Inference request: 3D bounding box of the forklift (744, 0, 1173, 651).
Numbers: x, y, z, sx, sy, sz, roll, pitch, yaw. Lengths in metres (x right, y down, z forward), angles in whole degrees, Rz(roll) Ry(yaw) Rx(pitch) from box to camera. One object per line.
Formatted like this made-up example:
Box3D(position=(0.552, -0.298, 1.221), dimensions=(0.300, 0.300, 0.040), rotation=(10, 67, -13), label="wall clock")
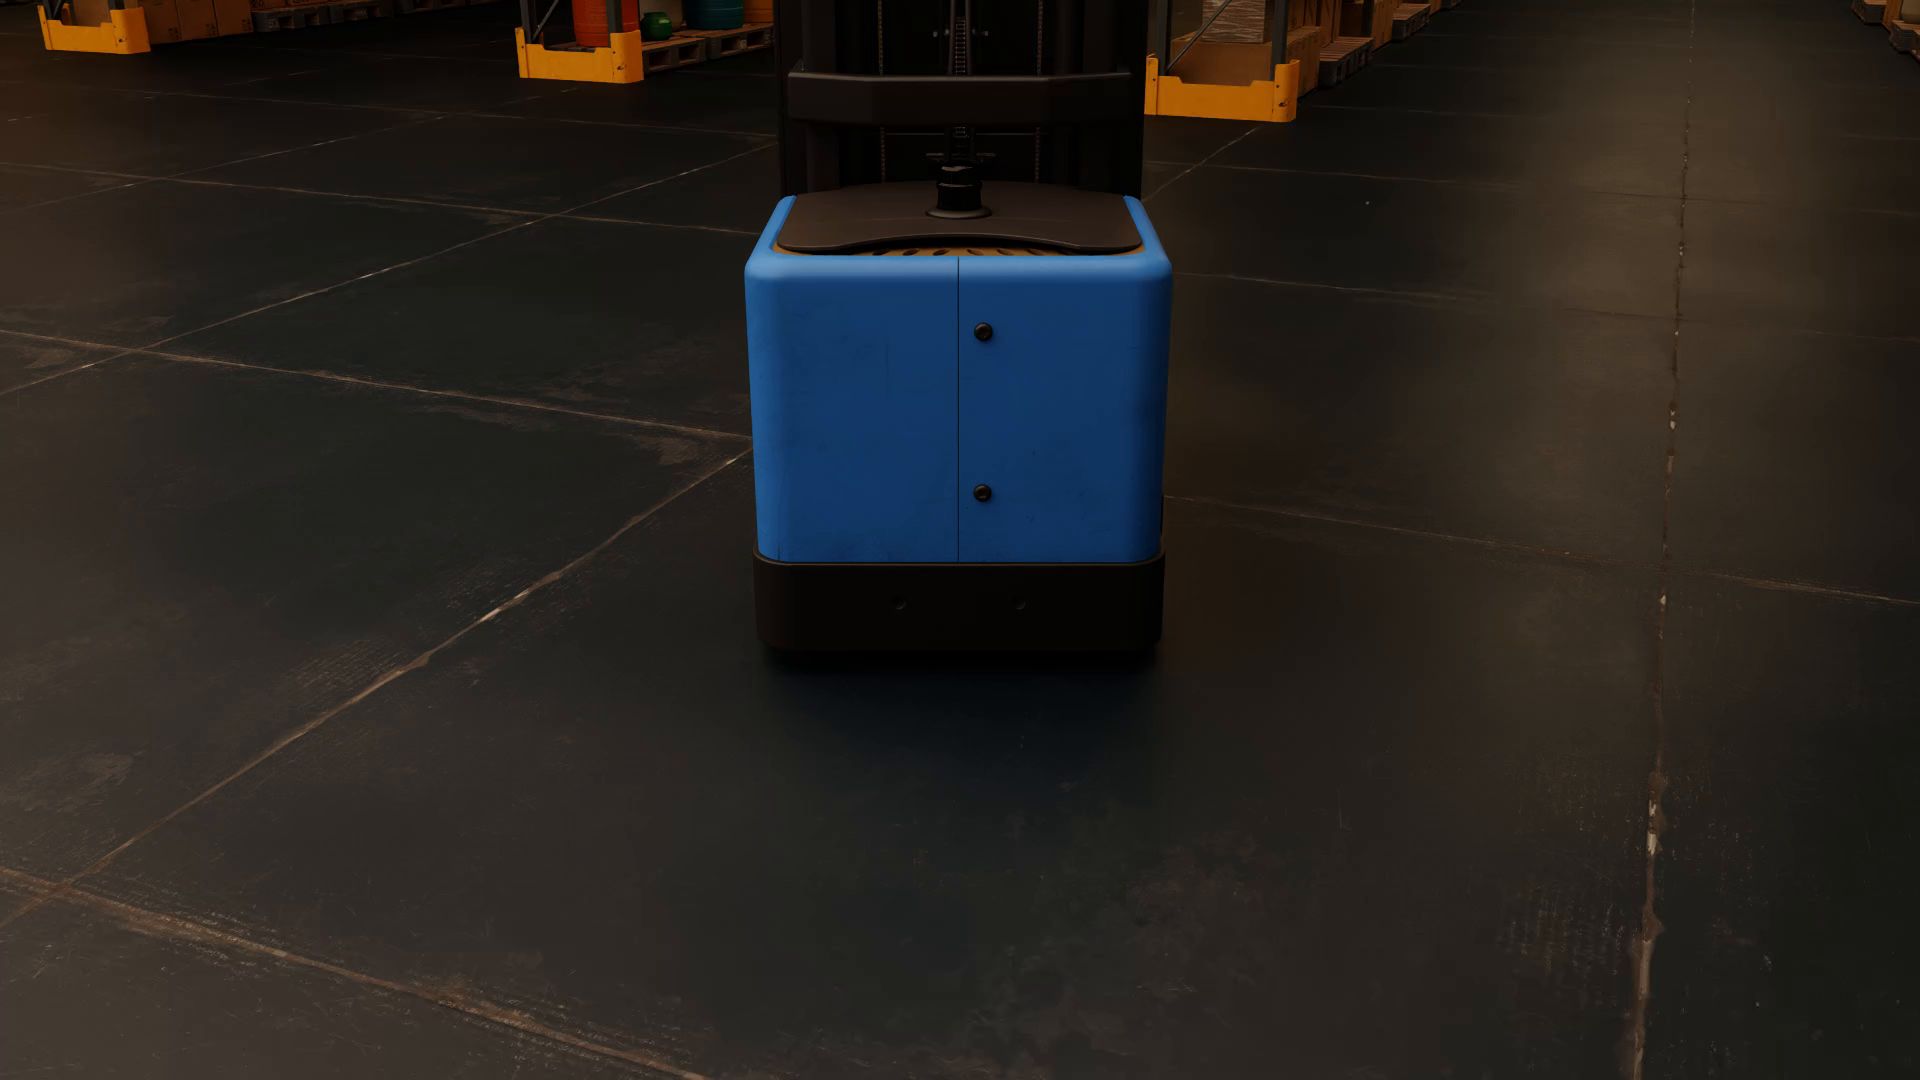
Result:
Box3D(position=(0.002, -1.587, 5.089), dimensions=(1.130, 2.935, 3.031), rotation=(0, 23, 0), label="forklift")
